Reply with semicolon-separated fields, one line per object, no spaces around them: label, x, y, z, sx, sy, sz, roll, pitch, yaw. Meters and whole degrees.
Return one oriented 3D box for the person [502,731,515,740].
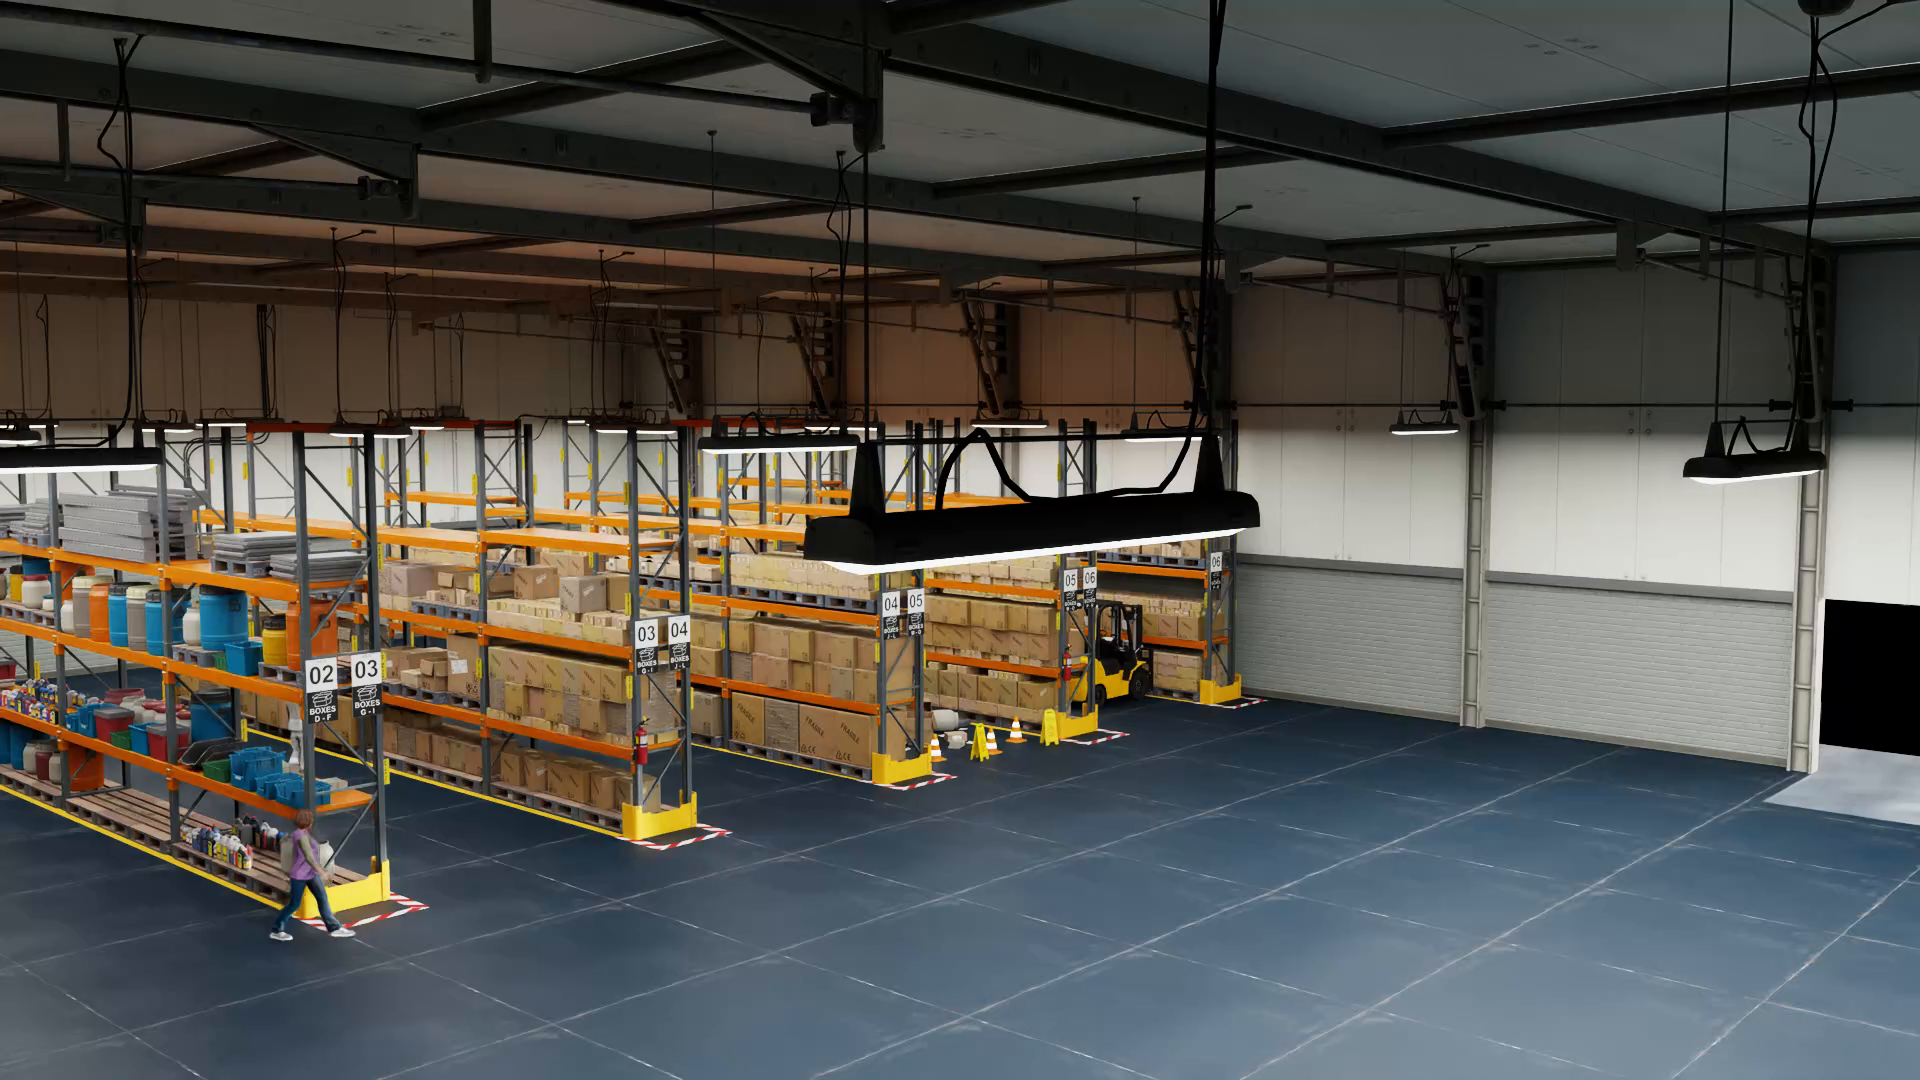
person;-8.388;2.963;31.002;0.587;1.748;0.584;0;5;-1

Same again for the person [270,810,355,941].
person;-7.648;3.936;19.550;0.951;1.538;0.369;0;5;2

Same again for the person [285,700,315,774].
person;-10.952;3.171;27.655;0.561;1.794;0.424;1;5;18
